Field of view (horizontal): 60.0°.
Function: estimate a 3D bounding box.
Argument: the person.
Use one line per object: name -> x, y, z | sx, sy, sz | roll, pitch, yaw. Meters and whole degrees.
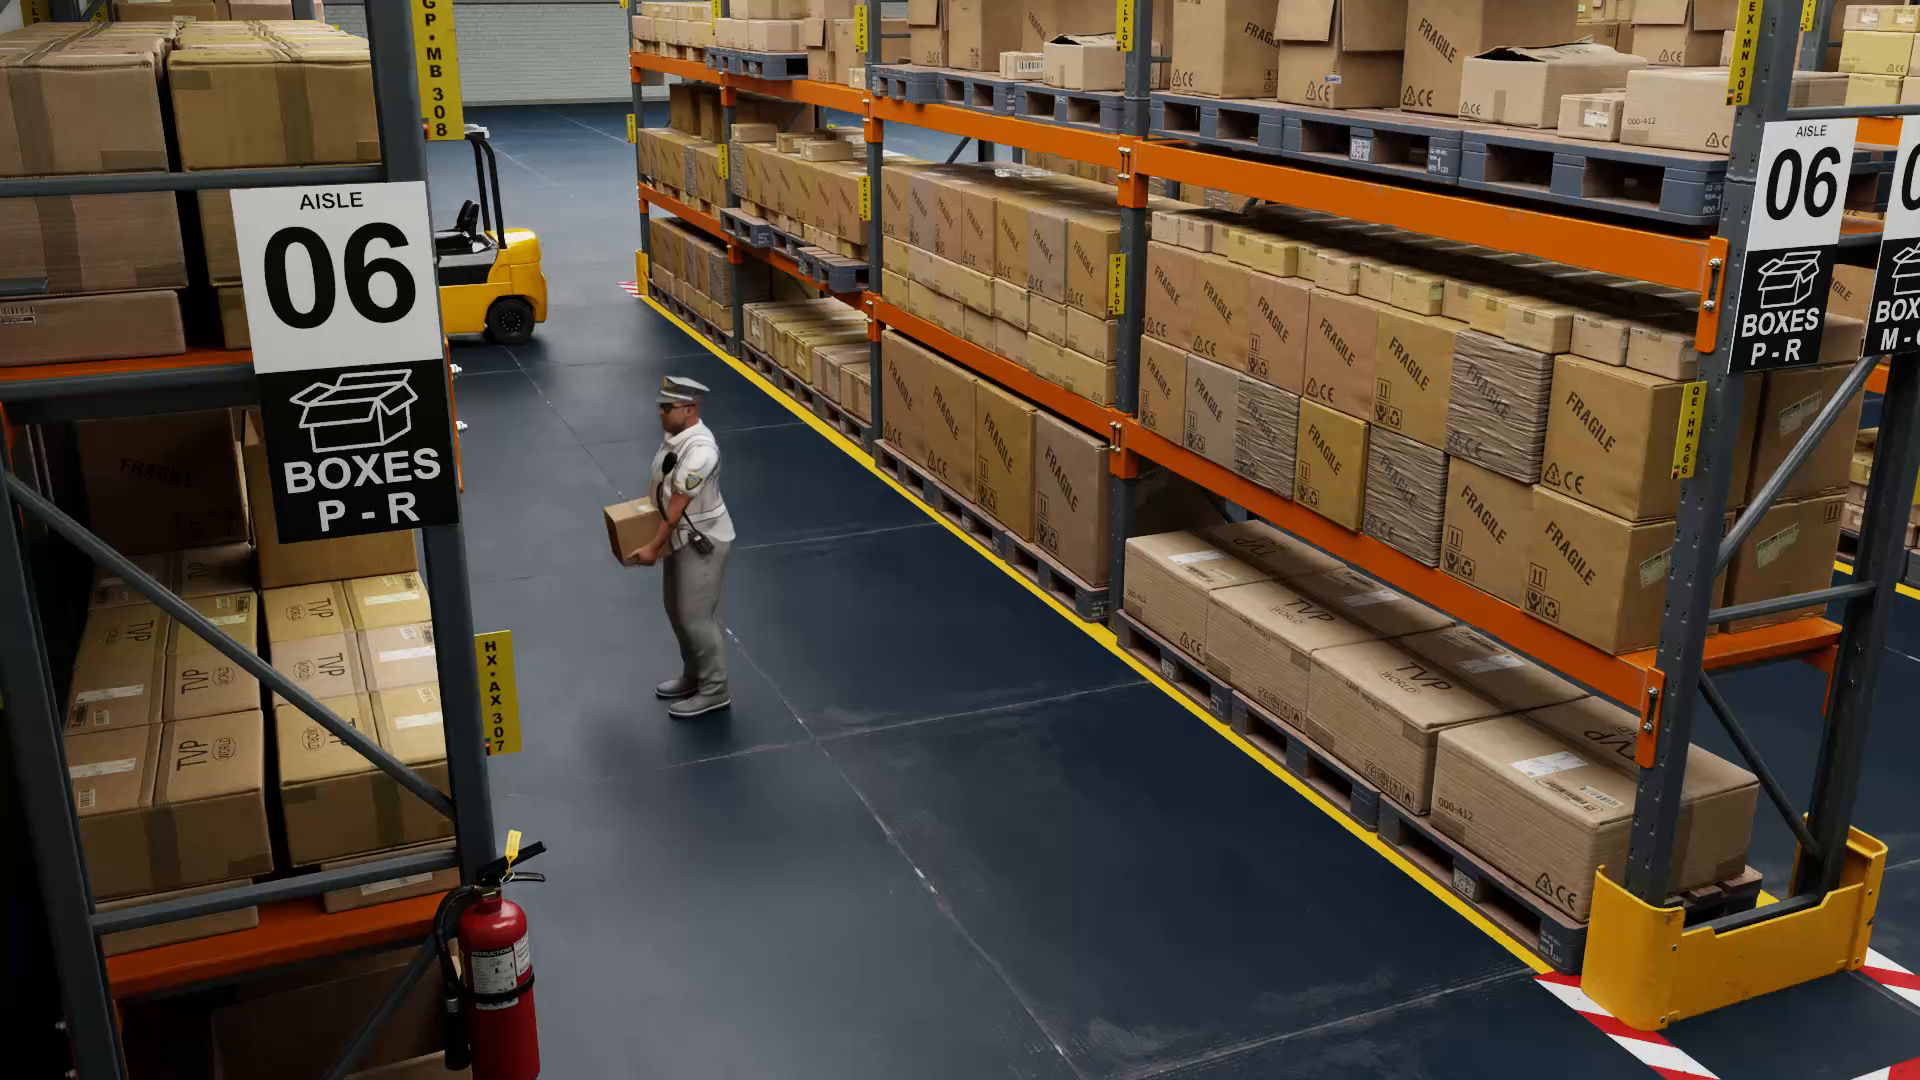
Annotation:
person -> -1.441, 0.025, 8.461 | 0.572, 1.770, 0.490 | -8, 20, -23
